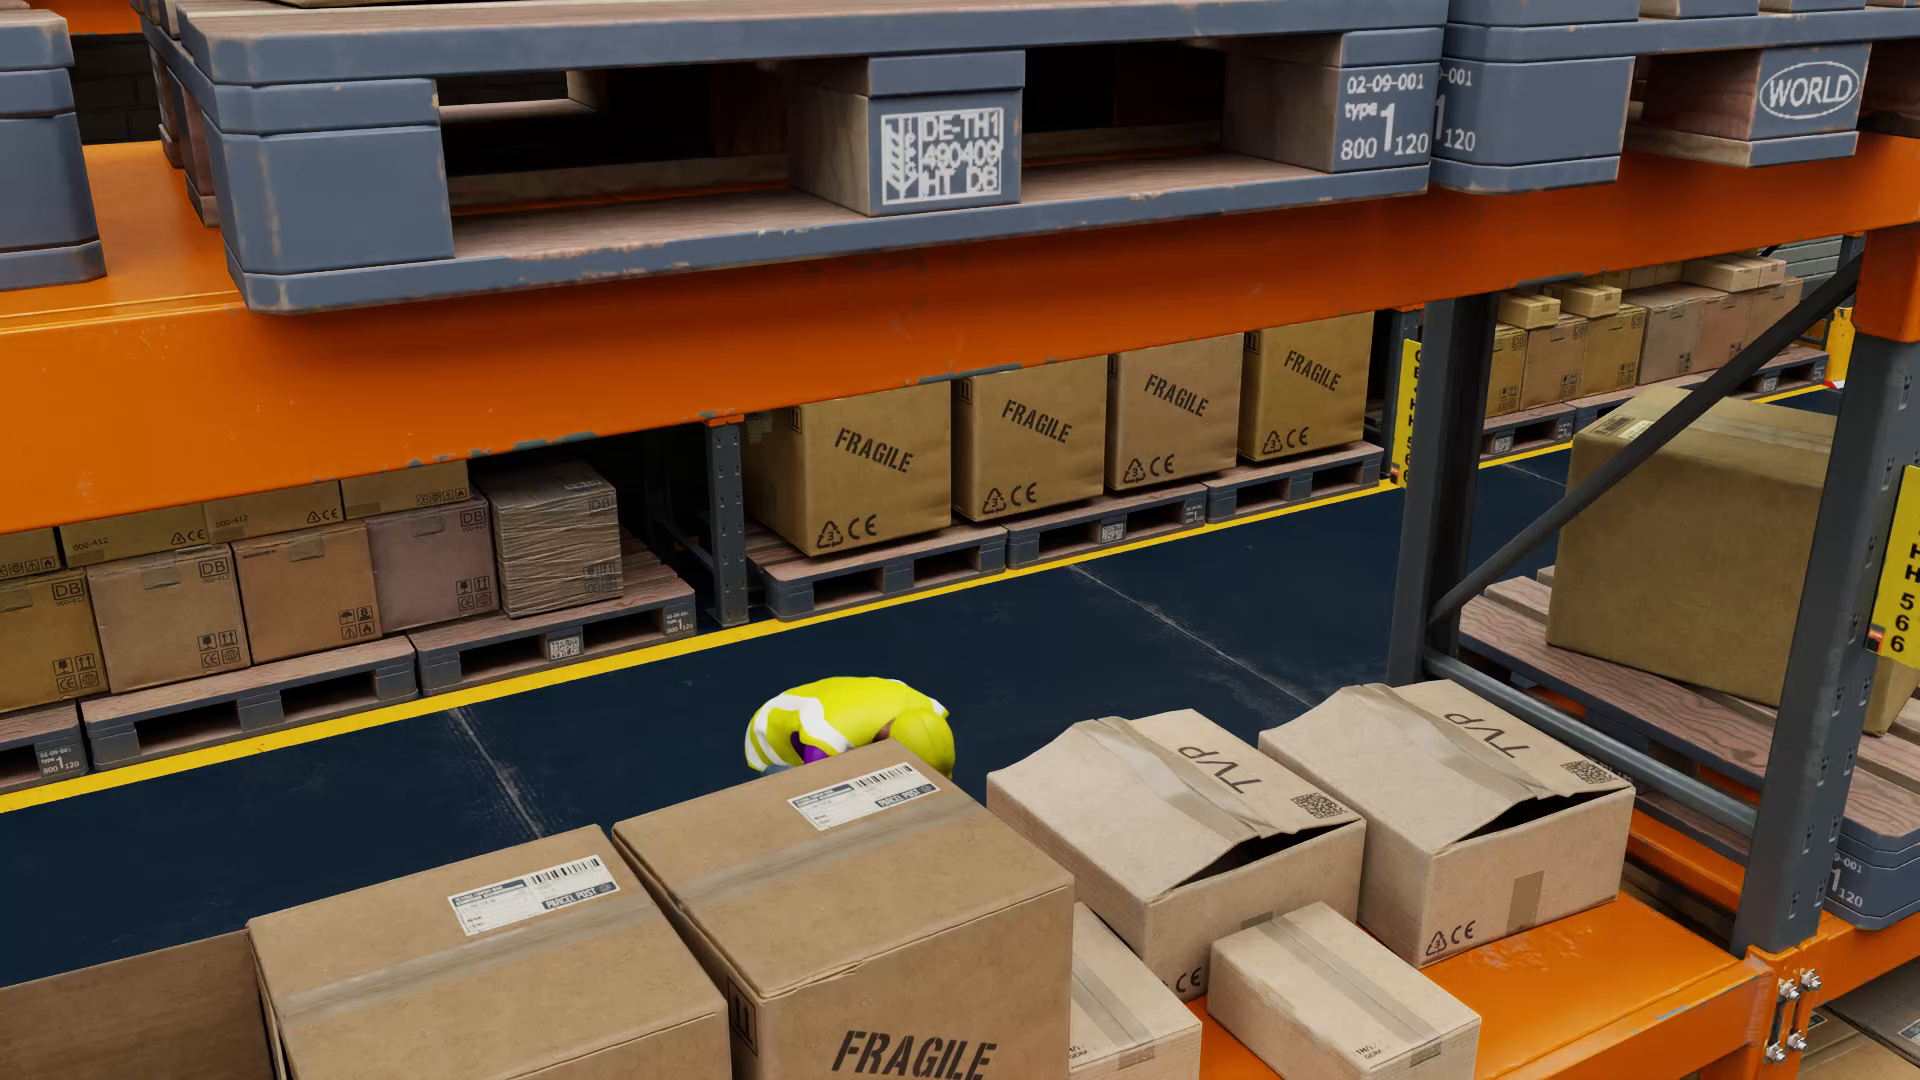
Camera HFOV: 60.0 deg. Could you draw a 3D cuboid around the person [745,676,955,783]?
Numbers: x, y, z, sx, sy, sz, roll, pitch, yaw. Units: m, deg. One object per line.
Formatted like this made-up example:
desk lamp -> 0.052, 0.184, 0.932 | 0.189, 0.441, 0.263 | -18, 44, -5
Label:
person -> -0.319, 0.827, 5.405 | 0.544, 0.896, 0.928 | -13, 25, -29
